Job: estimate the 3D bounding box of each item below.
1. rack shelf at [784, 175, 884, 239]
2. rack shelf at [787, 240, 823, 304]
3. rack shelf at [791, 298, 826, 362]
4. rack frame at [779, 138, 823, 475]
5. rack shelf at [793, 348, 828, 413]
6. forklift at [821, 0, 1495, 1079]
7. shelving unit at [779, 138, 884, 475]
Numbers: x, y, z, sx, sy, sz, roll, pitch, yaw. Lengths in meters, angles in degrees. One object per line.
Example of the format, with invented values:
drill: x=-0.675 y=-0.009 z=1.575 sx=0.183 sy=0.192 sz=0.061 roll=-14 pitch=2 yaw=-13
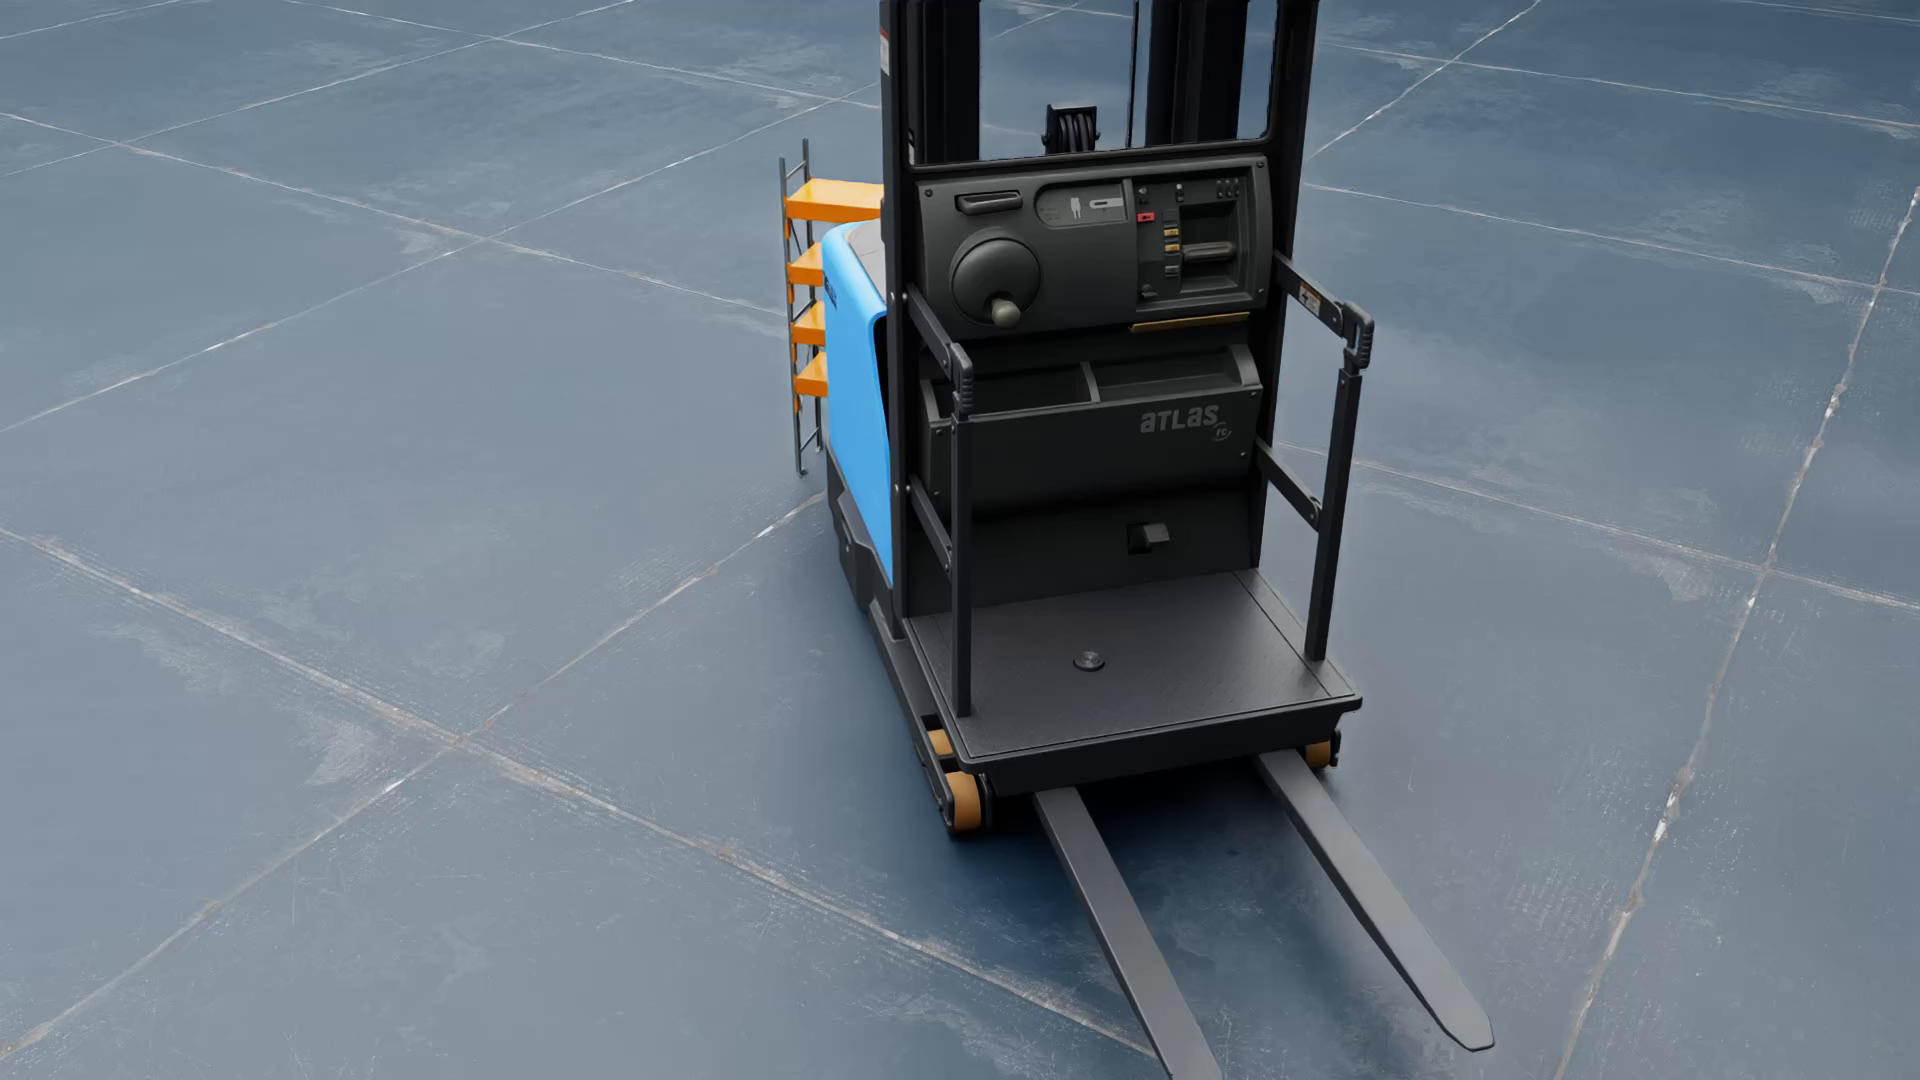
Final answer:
rack shelf: x=-0.332 y=-1.121 z=5.702 sx=0.480 sy=0.148 sz=0.258 roll=8 pitch=31 yaw=14
rack shelf: x=-0.332 y=-0.917 z=5.821 sx=0.480 sy=0.148 sz=0.258 roll=8 pitch=31 yaw=14
rack shelf: x=-0.332 y=-0.724 z=5.934 sx=0.480 sy=0.148 sz=0.258 roll=8 pitch=31 yaw=14
rack frame: x=-0.566 y=-0.816 z=5.959 sx=0.015 sy=1.200 sz=0.240 roll=8 pitch=31 yaw=14
rack shelf: x=-0.332 y=-0.552 z=6.034 sx=0.480 sy=0.148 sz=0.258 roll=8 pitch=31 yaw=14
forklift: x=0.412 y=-0.707 z=4.053 sx=1.130 sy=2.935 sz=3.031 roll=-8 pitch=31 yaw=-13
shelving unit: x=-0.332 y=-0.782 z=5.900 sx=0.503 sy=1.200 sz=0.258 roll=8 pitch=31 yaw=14
